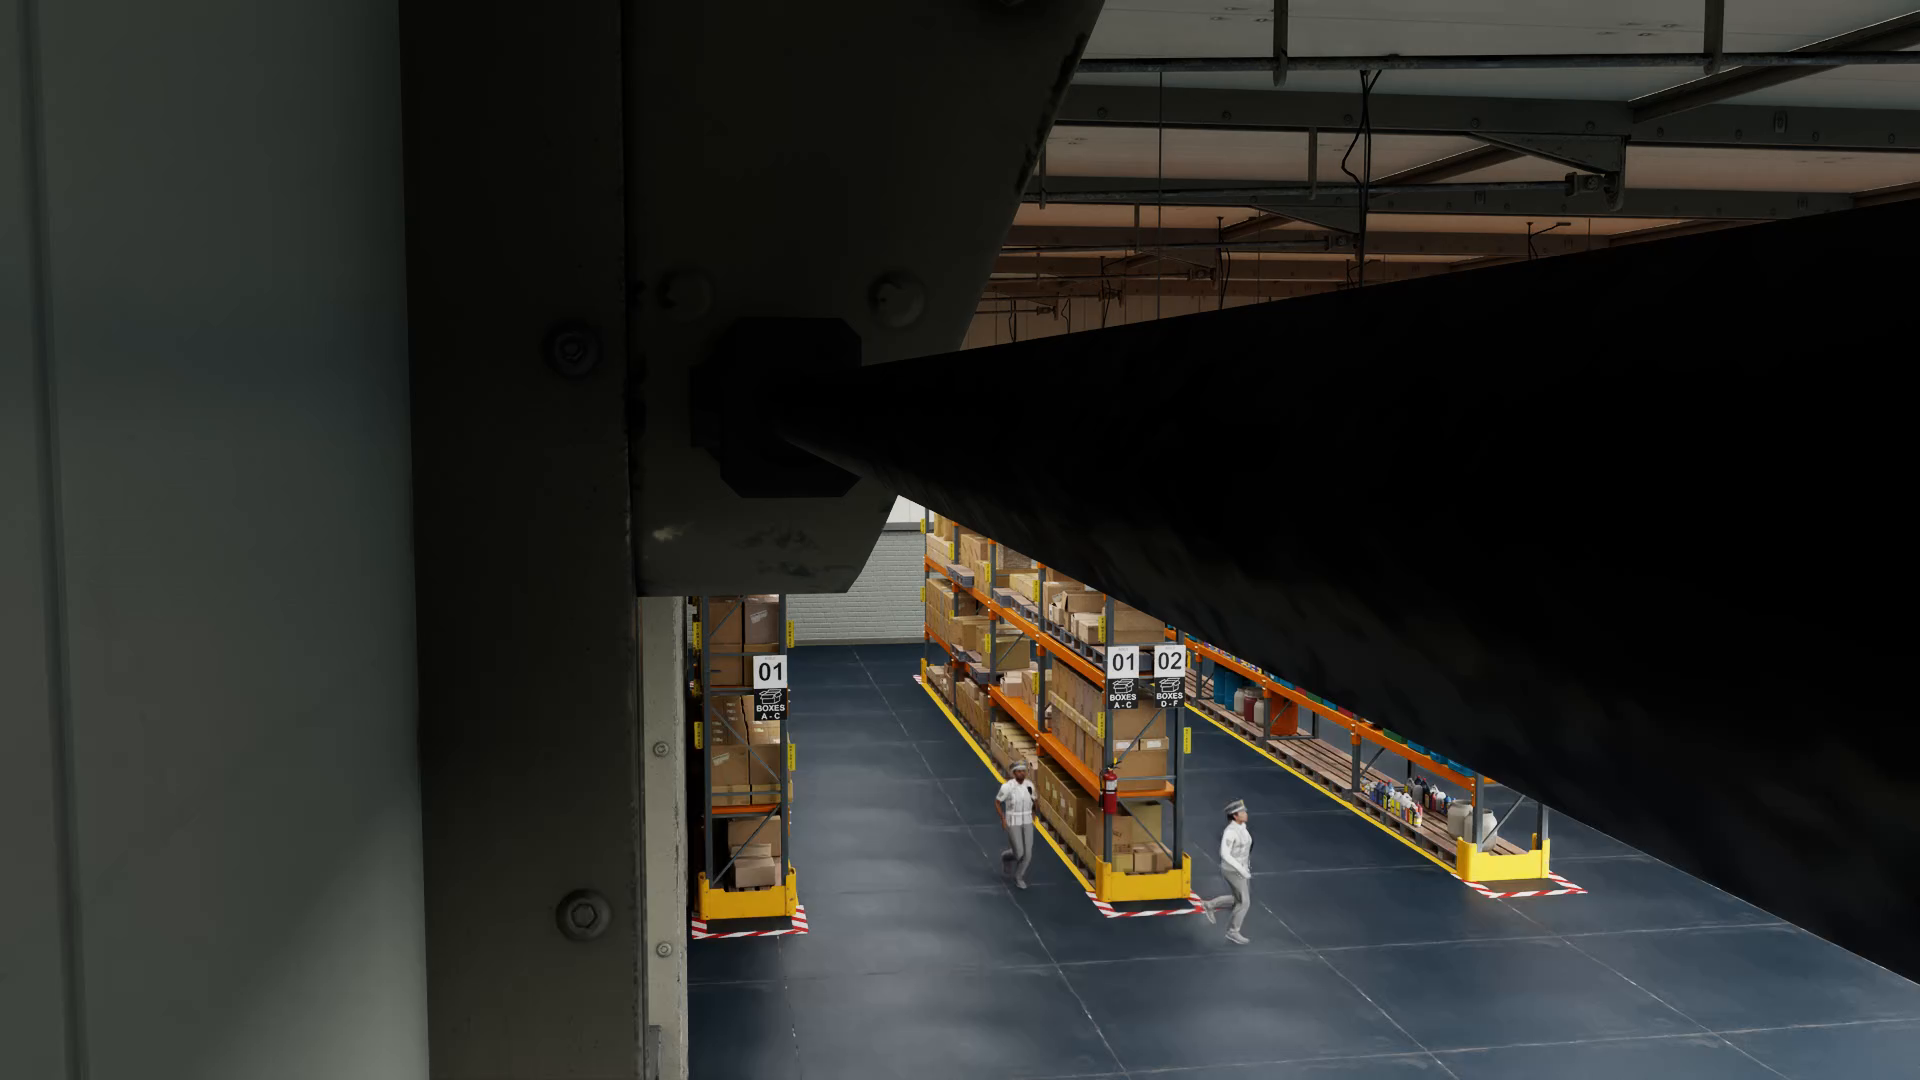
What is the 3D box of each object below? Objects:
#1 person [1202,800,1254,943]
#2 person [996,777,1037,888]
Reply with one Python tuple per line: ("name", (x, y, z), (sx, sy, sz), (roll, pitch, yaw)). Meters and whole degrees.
("person", (3.117, 3.816, 19.293), (0.596, 1.685, 0.637), (2, 5, 24))
("person", (0.756, 3.756, 21.375), (0.539, 1.409, 0.526), (-2, 5, -22))
